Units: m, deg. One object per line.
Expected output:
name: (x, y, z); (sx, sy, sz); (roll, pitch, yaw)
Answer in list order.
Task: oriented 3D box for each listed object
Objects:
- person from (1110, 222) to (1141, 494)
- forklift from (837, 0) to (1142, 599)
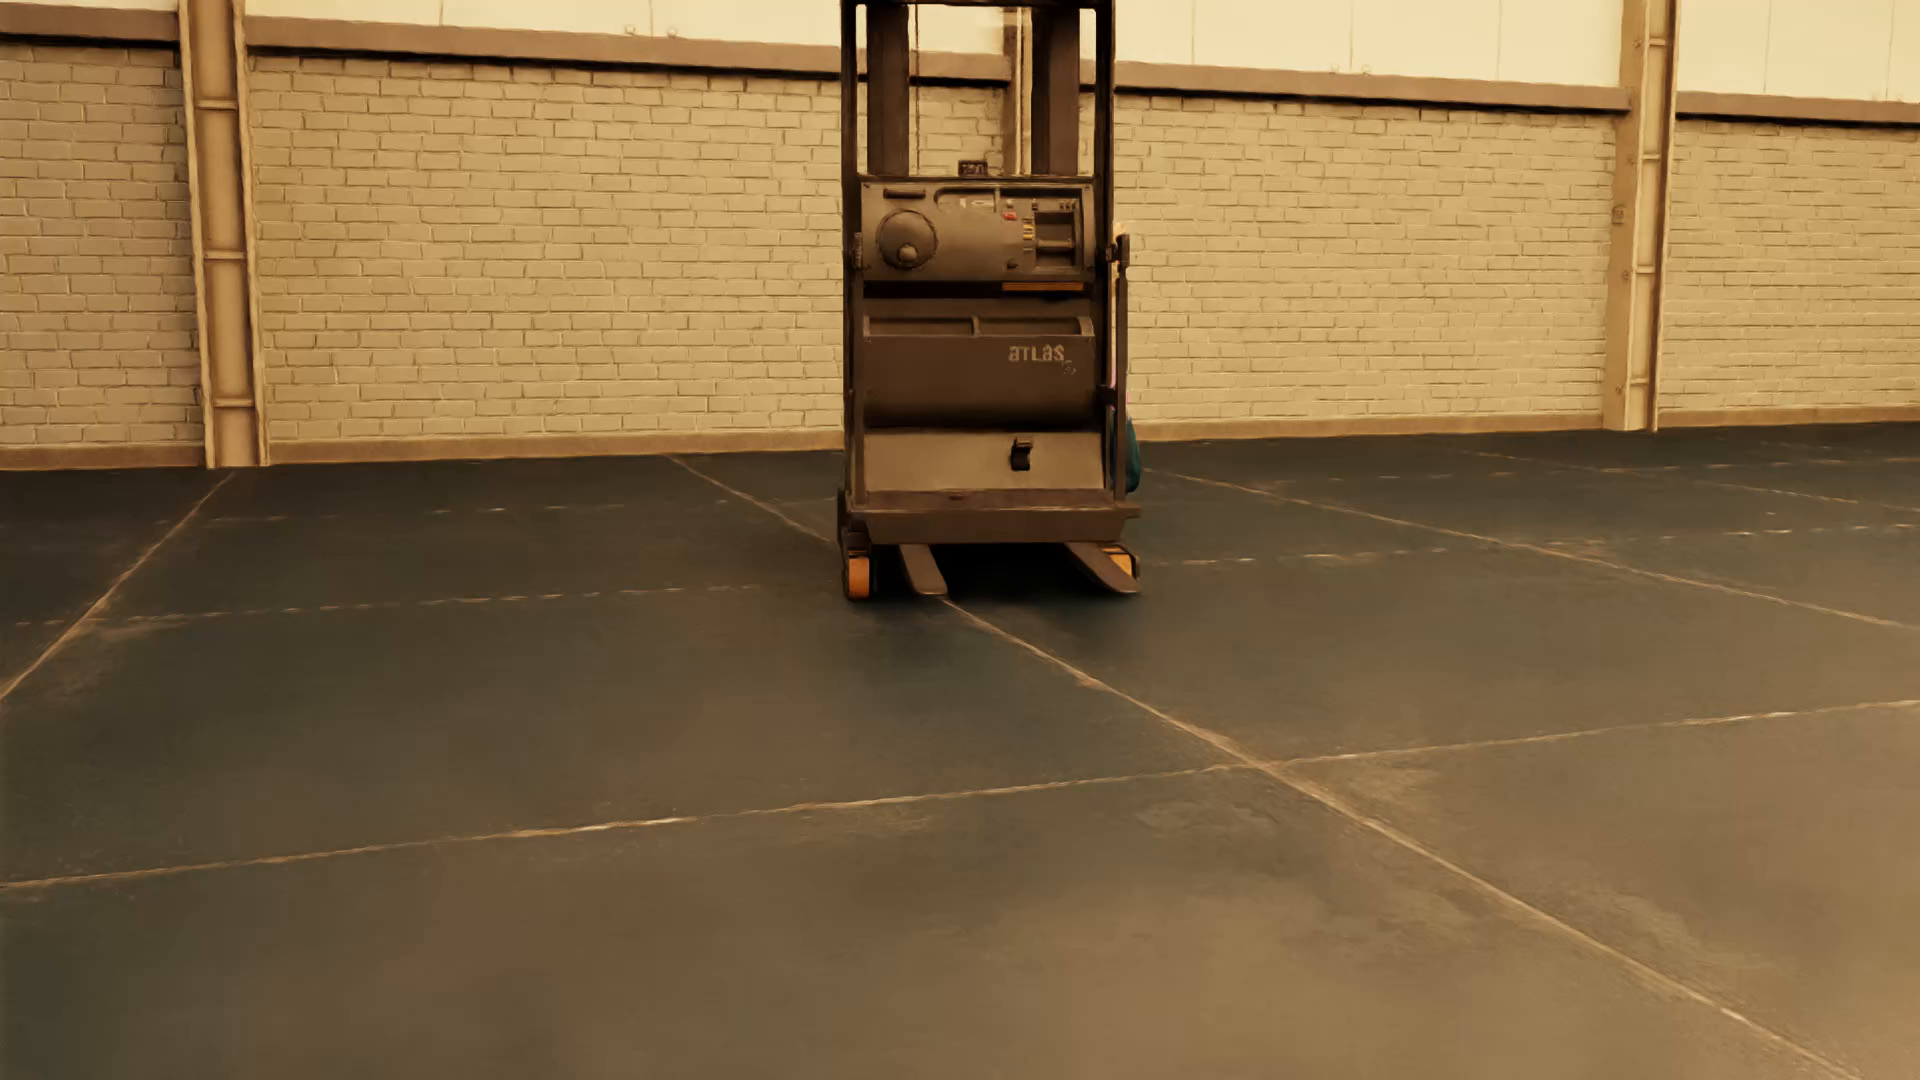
person: (0.534, -0.774, 8.084); (0.728, 1.508, 0.939); (-4, 9, -25)
forklift: (0.092, -1.274, 6.416); (1.130, 2.935, 3.031); (-1, 8, -5)
